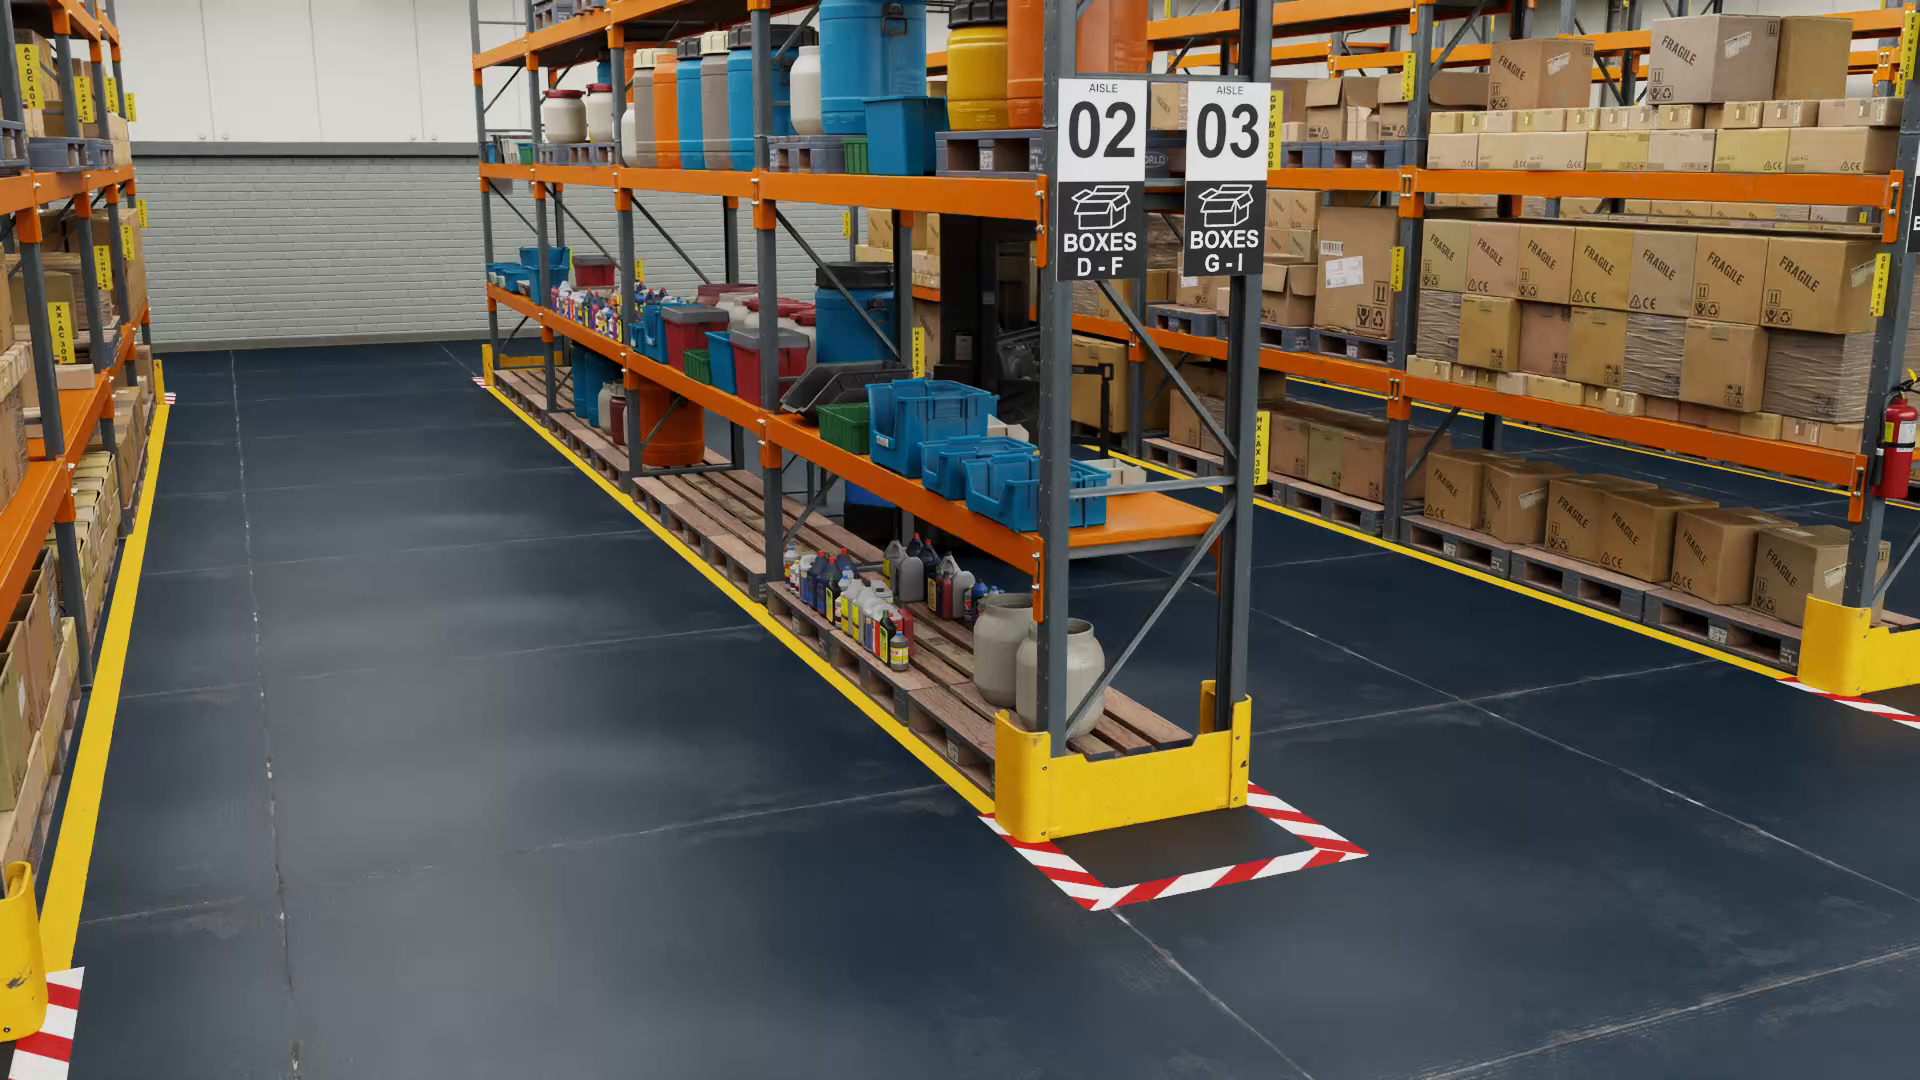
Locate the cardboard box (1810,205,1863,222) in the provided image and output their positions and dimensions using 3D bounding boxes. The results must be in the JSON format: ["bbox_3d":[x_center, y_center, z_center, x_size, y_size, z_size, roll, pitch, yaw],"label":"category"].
[{"bbox_3d":[10.780,-3.835,20.347,0.500,0.500,0.500,-6,14,-24],"label":"cardboard box"}]

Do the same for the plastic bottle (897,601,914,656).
[{"bbox_3d":[-0.303,0.485,9.173,0.061,0.283,0.133,-6,14,-23],"label":"plastic bottle"}]

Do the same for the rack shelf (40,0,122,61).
[{"bbox_3d":[-9.335,-5.237,17.142,1.077,0.370,4.000,-6,14,-23],"label":"rack shelf"}]

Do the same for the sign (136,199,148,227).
[{"bbox_3d":[-9.620,-3.843,19.555,0.100,0.325,0.005,-6,14,-23],"label":"sign"}]

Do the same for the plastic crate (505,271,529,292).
[{"bbox_3d":[-5.151,-3.059,19.672,0.416,0.233,0.300,-6,14,-23],"label":"plastic crate"}]

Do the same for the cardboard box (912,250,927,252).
[{"bbox_3d":[-0.487,-3.603,21.460,0.500,0.250,0.500,-6,14,-24],"label":"cardboard box"}]

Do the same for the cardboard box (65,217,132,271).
[{"bbox_3d":[-8.465,-2.912,16.358,0.500,0.500,0.500,-5,14,-21],"label":"cardboard box"}]

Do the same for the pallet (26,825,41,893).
[{"bbox_3d":[-4.072,1.430,6.221,1.003,0.211,1.213,-6,14,-23],"label":"pallet"}]

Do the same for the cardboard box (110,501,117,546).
[{"bbox_3d":[-6.288,-0.099,11.811,0.500,0.250,0.500,-6,14,-24],"label":"cardboard box"}]

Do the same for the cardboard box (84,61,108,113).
[{"bbox_3d":[-8.834,-4.463,16.411,0.700,0.500,0.500,-6,14,-23],"label":"cardboard box"}]

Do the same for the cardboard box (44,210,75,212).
[{"bbox_3d":[-9.984,-3.392,18.436,0.500,0.500,0.500,-5,14,-22],"label":"cardboard box"}]

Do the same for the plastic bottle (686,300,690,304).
[{"bbox_3d":[-2.558,-2.110,15.593,0.061,0.283,0.133,-6,14,-23],"label":"plastic bottle"}]

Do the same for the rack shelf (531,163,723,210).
[{"bbox_3d":[-3.193,-3.397,15.839,1.077,0.370,4.000,-6,14,-23],"label":"rack shelf"}]

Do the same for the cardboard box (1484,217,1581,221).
[{"bbox_3d":[4.181,-2.107,12.221,0.500,0.500,0.500,-6,14,-23],"label":"cardboard box"}]

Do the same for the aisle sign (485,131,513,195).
[{"bbox_3d":[-5.897,-4.781,21.108,0.394,0.787,0.004,-6,14,-23],"label":"aisle sign"}]

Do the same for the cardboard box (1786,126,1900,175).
[{"bbox_3d":[4.925,-2.133,9.113,0.500,0.250,0.500,-5,14,-22],"label":"cardboard box"}]

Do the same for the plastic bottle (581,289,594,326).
[{"bbox_3d":[-3.556,-2.233,15.974,0.144,0.351,0.185,-6,14,-23],"label":"plastic bottle"}]

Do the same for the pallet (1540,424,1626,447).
[{"bbox_3d":[6.978,-1.219,17.671,1.003,0.211,1.213,-6,14,-23],"label":"pallet"}]

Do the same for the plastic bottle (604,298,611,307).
[{"bbox_3d":[-3.344,-2.149,15.760,0.061,0.283,0.133,-6,14,-23],"label":"plastic bottle"}]

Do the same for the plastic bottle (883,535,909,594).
[{"bbox_3d":[-0.399,0.149,10.471,0.144,0.351,0.185,-6,14,-23],"label":"plastic bottle"}]

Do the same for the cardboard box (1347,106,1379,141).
[{"bbox_3d":[3.281,-3.280,13.103,0.396,0.266,0.258,-5,14,-21],"label":"cardboard box"}]

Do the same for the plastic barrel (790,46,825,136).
[{"bbox_3d":[-0.797,-2.661,9.881,0.421,0.512,0.421,0,13,0],"label":"plastic barrel"}]

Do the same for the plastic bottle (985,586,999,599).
[{"bbox_3d":[0.195,0.400,9.563,0.097,0.271,0.097,0,13,0],"label":"plastic bottle"}]

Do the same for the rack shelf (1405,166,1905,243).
[{"bbox_3d":[4.550,-2.192,10.631,1.077,0.370,4.000,-6,14,-23],"label":"rack shelf"}]

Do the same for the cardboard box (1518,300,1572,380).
[{"bbox_3d":[4.333,-1.389,11.336,0.875,0.500,0.500,-6,14,-23],"label":"cardboard box"}]

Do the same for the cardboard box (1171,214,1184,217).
[{"bbox_3d":[3.464,-4.965,24.569,0.500,0.500,0.500,-6,14,-23],"label":"cardboard box"}]

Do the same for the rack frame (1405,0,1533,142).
[{"bbox_3d":[3.749,-4.417,11.997,1.000,3.000,0.127,-6,14,-23],"label":"rack frame"}]

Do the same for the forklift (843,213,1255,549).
[{"bbox_3d":[0.664,-1.373,12.303,3.031,2.935,1.130,6,14,24],"label":"forklift"}]

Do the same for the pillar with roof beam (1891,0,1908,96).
[{"bbox_3d":[10.773,-7.250,24.239,9.100,9.000,0.400,-6,14,-23],"label":"pillar with roof beam"}]

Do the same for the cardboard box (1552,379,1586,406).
[{"bbox_3d":[4.172,-0.991,11.059,0.380,0.149,0.250,-6,14,-23],"label":"cardboard box"}]

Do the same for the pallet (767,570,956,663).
[{"bbox_3d":[-0.559,0.454,10.439,1.003,0.211,1.213,-6,14,-23],"label":"pallet"}]

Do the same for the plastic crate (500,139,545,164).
[{"bbox_3d":[-4.991,-4.444,19.029,0.437,0.282,0.530,-6,14,-23],"label":"plastic crate"}]

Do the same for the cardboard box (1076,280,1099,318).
[{"bbox_3d":[1.527,-2.552,17.024,0.500,0.500,0.500,-6,14,-23],"label":"cardboard box"}]

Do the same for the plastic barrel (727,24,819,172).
[{"bbox_3d":[-1.192,-2.838,10.715,0.600,0.901,0.708,-6,14,-23],"label":"plastic barrel"}]

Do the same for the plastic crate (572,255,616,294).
[{"bbox_3d":[-4.122,-2.967,18.763,0.402,0.464,0.583,-6,14,-23],"label":"plastic crate"}]

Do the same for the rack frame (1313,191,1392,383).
[{"bbox_3d":[5.129,-3.574,21.660,1.000,3.000,0.127,-6,14,-23],"label":"rack frame"}]

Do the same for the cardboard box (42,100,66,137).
[{"bbox_3d":[-7.137,-3.024,12.408,0.910,0.500,0.500,-6,14,-23],"label":"cardboard box"}]

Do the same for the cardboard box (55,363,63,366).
[{"bbox_3d":[-6.826,-1.304,12.050,0.500,0.311,0.500,-5,14,-19],"label":"cardboard box"}]

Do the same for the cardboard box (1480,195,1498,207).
[{"bbox_3d":[8.380,-5.068,25.674,0.500,0.500,0.500,-6,14,-23],"label":"cardboard box"}]

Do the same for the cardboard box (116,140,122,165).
[{"bbox_3d":[-8.898,-3.971,17.056,0.500,0.250,0.500,-6,14,-23],"label":"cardboard box"}]

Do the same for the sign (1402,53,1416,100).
[{"bbox_3d":[3.242,-3.348,12.013,0.100,0.325,0.005,-6,14,-23],"label":"sign"}]

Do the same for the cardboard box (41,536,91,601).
[{"bbox_3d":[-5.267,0.154,9.476,0.500,0.311,0.500,-6,14,-23],"label":"cardboard box"}]

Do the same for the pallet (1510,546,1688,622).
[{"bbox_3d":[4.543,0.252,11.311,1.003,0.211,1.213,-6,14,-23],"label":"pallet"}]

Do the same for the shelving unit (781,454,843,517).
[{"bbox_3d":[-1.160,-0.930,13.538,0.538,1.500,1.048,-4,14,-23],"label":"shelving unit"}]

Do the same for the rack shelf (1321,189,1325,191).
[{"bbox_3d":[4.328,-5.098,23.188,1.077,0.370,4.000,-6,14,-23],"label":"rack shelf"}]

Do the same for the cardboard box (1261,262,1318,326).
[{"bbox_3d":[2.970,-2.099,14.126,0.797,0.503,0.637,-4,14,-17],"label":"cardboard box"}]

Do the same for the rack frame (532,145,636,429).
[{"bbox_3d":[-3.994,-2.700,17.882,1.000,3.000,0.127,-6,14,-23],"label":"rack frame"}]

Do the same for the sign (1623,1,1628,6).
[{"bbox_3d":[9.106,-7.452,22.688,0.100,0.325,0.005,-6,14,-23],"label":"sign"}]

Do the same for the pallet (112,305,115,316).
[{"bbox_3d":[-8.314,-1.985,15.218,1.003,0.211,1.213,-6,14,-23],"label":"pallet"}]

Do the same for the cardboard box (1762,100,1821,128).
[{"bbox_3d":[4.747,-2.390,9.342,0.380,0.149,0.250,-6,14,-25],"label":"cardboard box"}]

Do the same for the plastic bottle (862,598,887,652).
[{"bbox_3d":[-0.456,0.469,9.255,0.152,0.276,0.135,-6,14,-25],"label":"plastic bottle"}]

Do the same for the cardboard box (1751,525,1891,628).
[{"bbox_3d":[5.116,0.215,9.901,0.500,0.500,0.500,-3,13,-13],"label":"cardboard box"}]

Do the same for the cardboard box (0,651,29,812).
[{"bbox_3d":[-3.940,0.762,6.429,0.500,0.500,0.500,-6,14,-23],"label":"cardboard box"}]
